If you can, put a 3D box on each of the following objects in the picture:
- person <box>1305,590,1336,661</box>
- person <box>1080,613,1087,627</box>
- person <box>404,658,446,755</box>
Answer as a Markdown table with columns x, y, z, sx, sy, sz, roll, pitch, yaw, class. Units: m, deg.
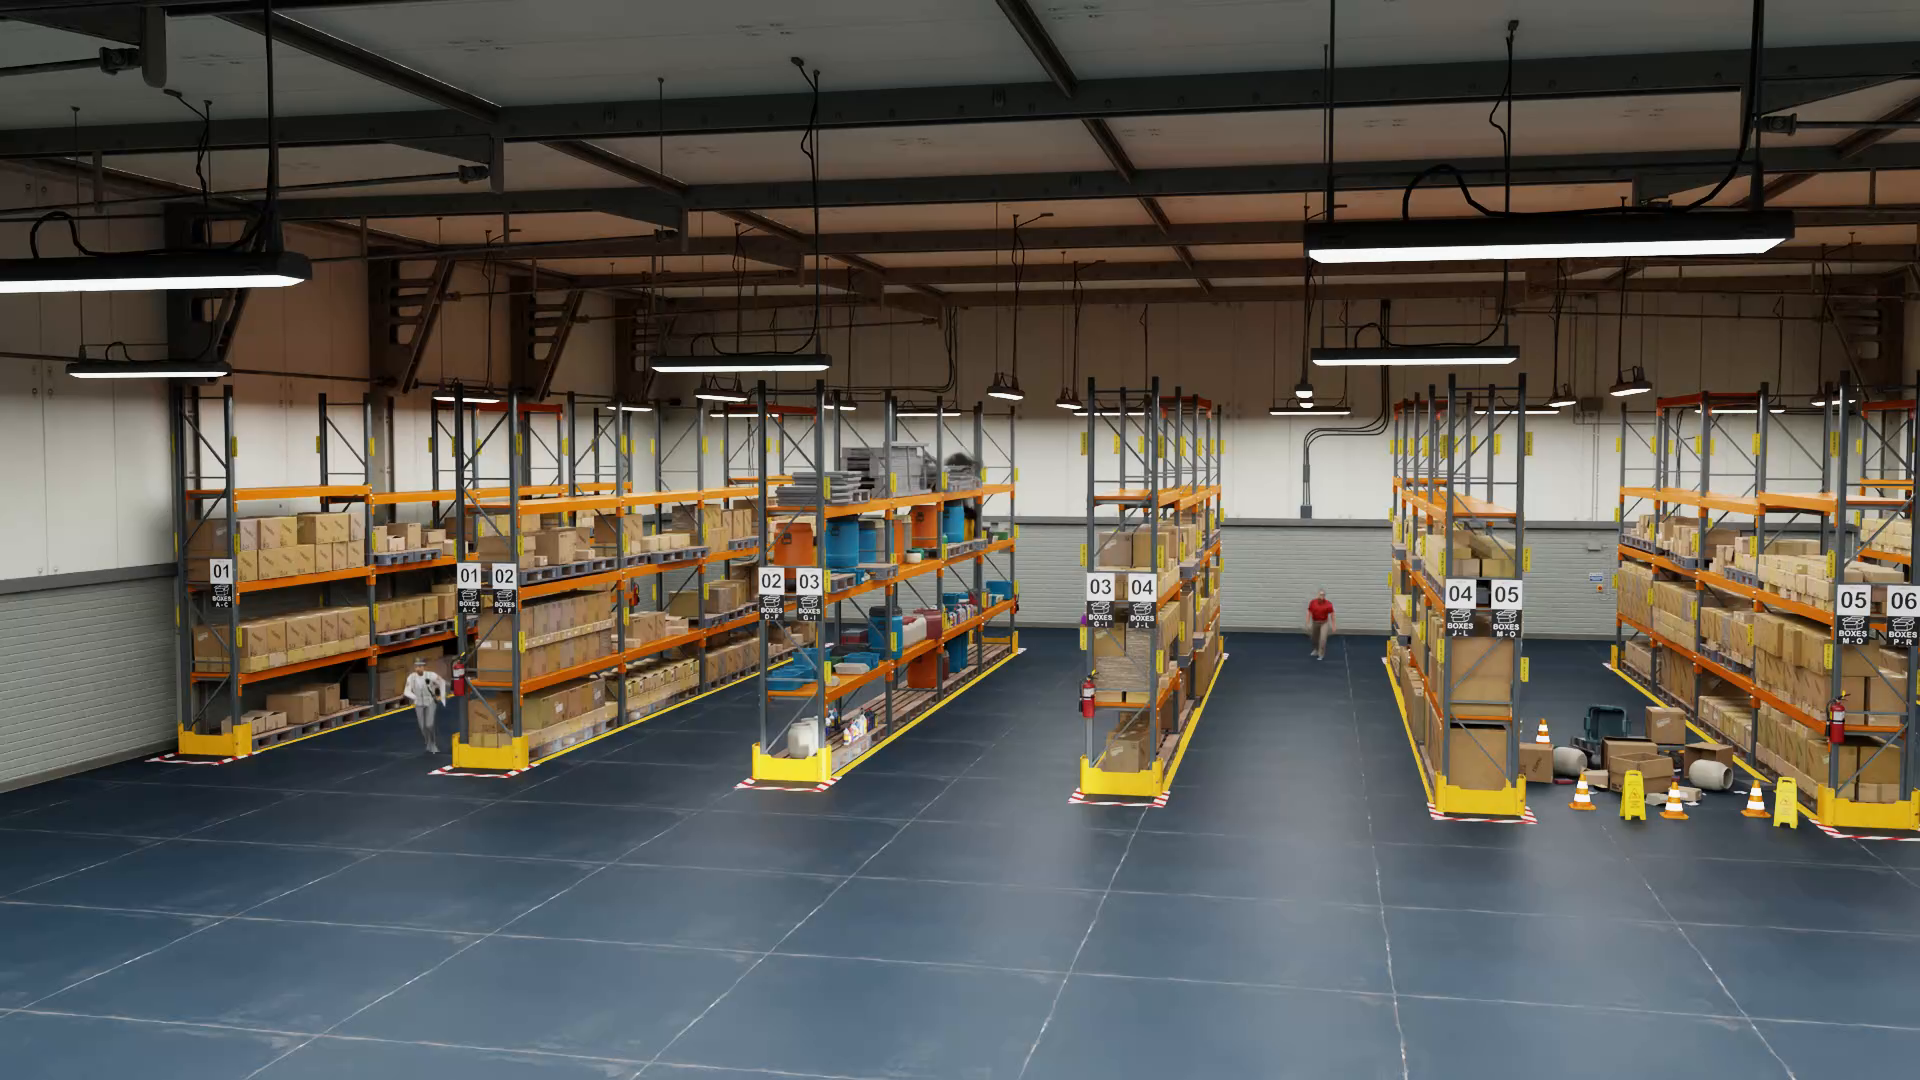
| x | y | z | sx | sy | sz | roll | pitch | yaw | class |
| --- | --- | --- | --- | --- | --- | --- | --- | --- | --- |
| 8.542 | 1.984 | 39.219 | 0.733 | 1.663 | 0.794 | 1 | 3 | 22 | person |
| 2.913 | 2.132 | 35.617 | 0.680 | 1.813 | 0.824 | 1 | 3 | 18 | person |
| -8.700 | 2.690 | 27.074 | 0.607 | 1.616 | 0.817 | 0 | 3 | 0 | person |
